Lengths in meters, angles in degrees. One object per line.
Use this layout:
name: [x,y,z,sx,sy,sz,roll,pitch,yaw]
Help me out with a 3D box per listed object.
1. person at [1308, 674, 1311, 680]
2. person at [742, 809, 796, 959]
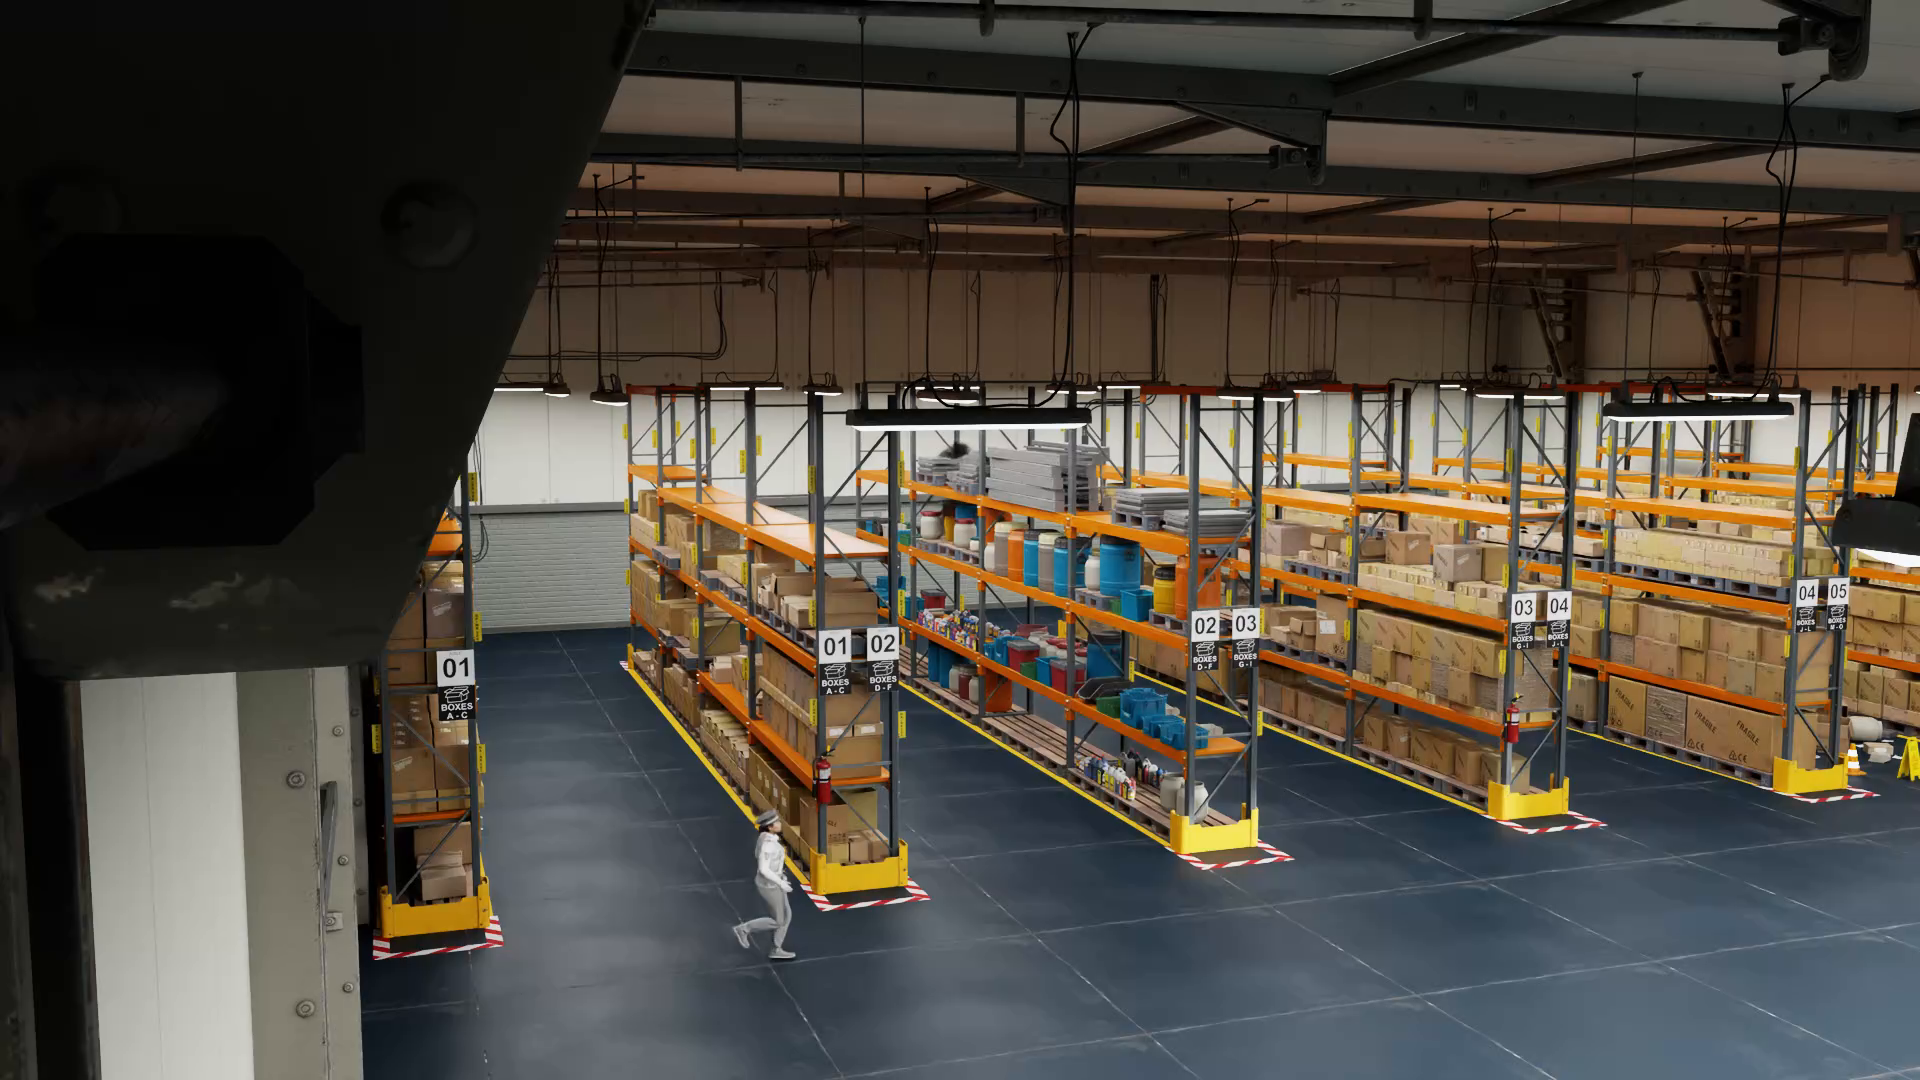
person: [6.899,2.178,32.883,0.634,1.570,0.524,1,6,13]
person: [-2.044,3.687,17.794,0.570,1.641,0.630,0,6,-4]
